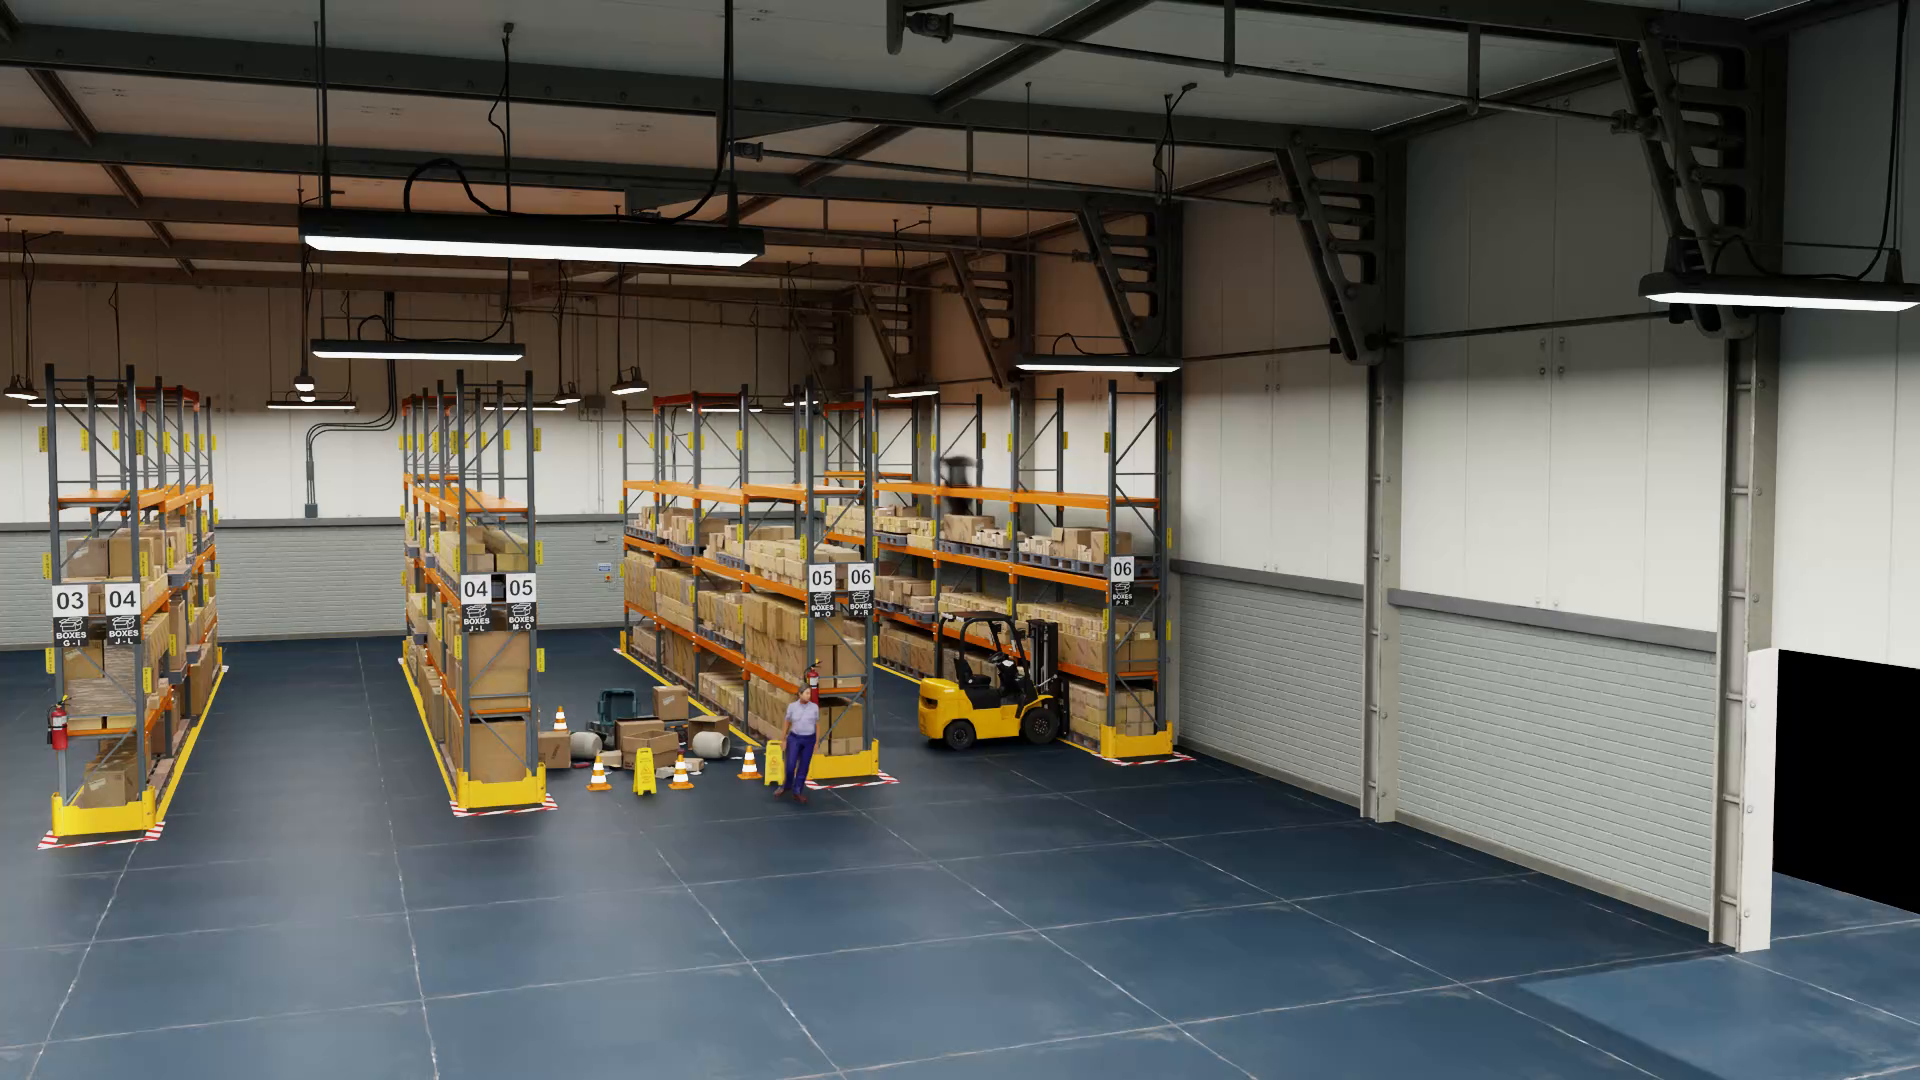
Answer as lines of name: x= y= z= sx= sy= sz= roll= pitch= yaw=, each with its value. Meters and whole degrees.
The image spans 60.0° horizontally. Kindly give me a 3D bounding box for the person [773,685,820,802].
person: x=-2.267 y=2.866 z=23.153 sx=0.638 sy=1.563 sz=0.445 roll=-1 pitch=4 yaw=-20
